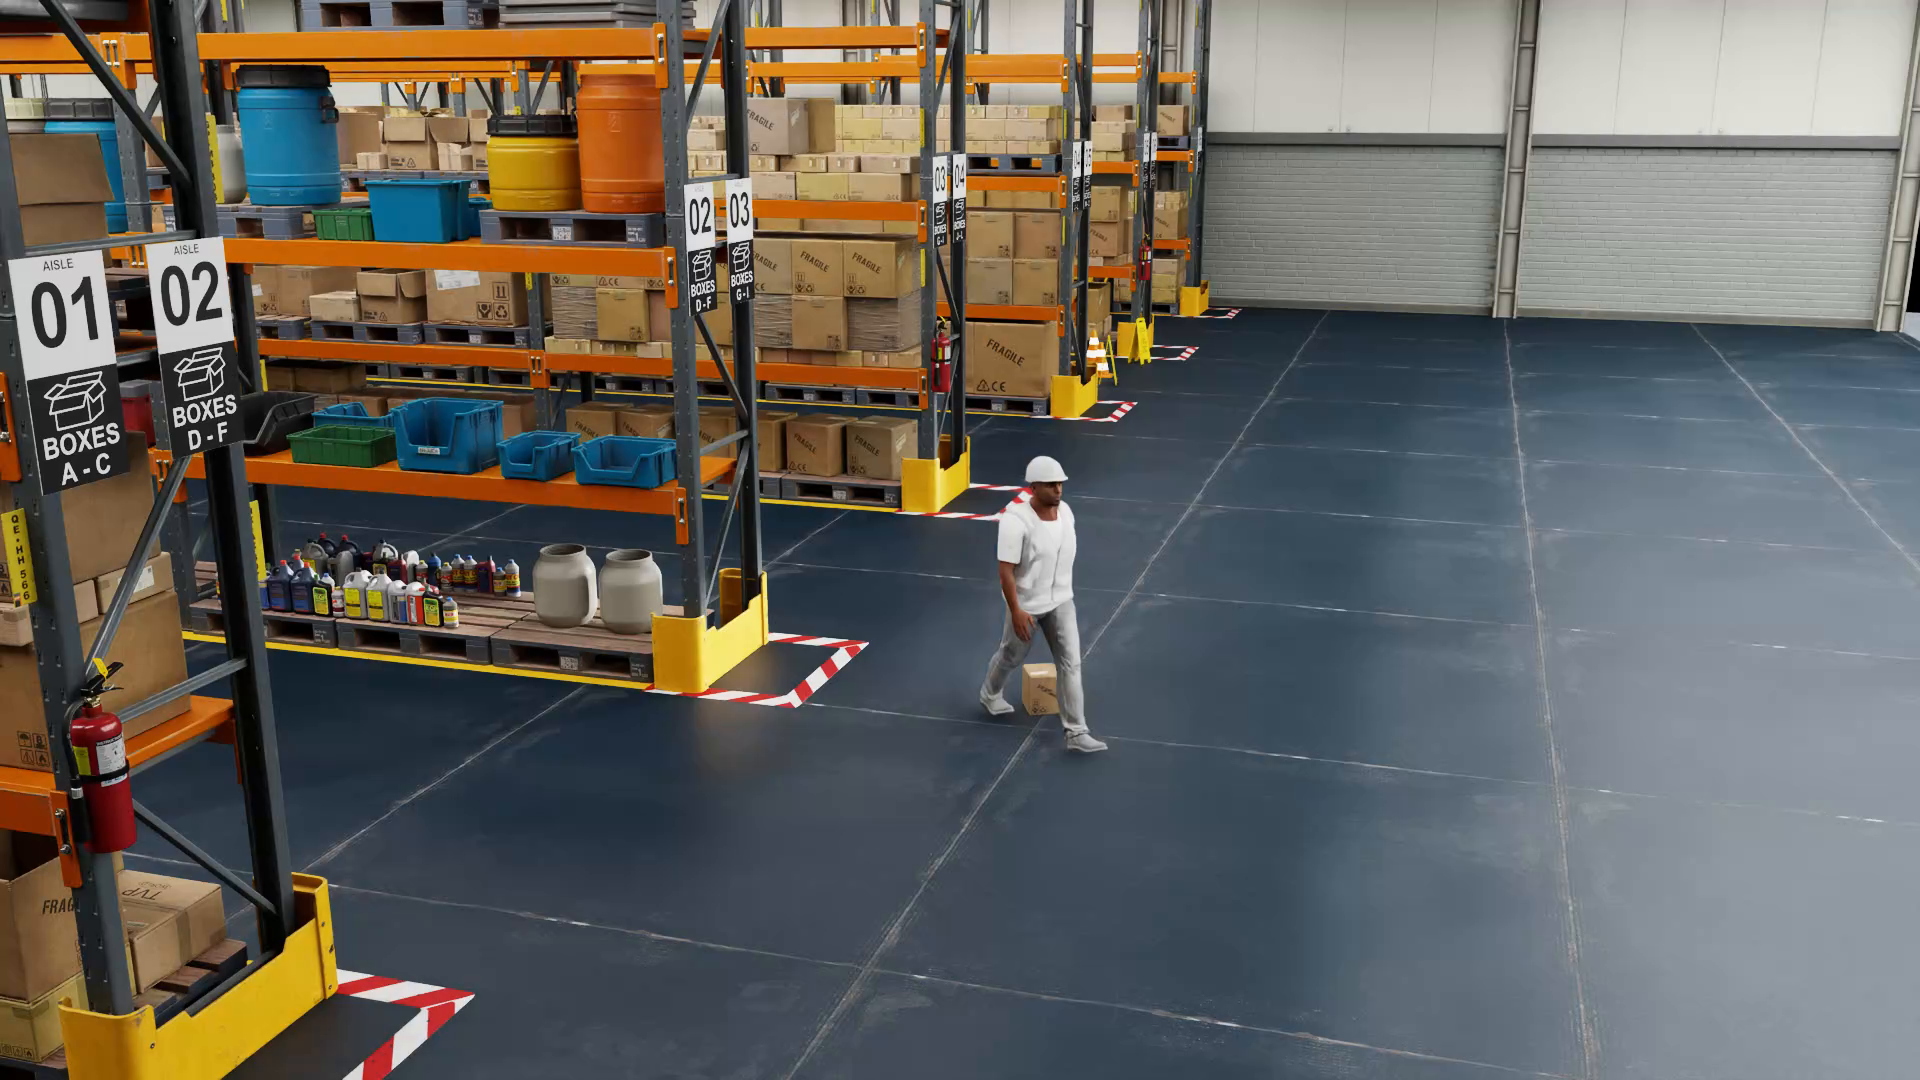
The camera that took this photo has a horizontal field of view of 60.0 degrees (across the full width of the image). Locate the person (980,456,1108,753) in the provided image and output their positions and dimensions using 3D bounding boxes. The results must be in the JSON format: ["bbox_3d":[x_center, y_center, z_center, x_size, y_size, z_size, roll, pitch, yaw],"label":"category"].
[{"bbox_3d":[0.462,0.352,9.696,0.570,1.716,1.082,-9,17,-29],"label":"person"}]
